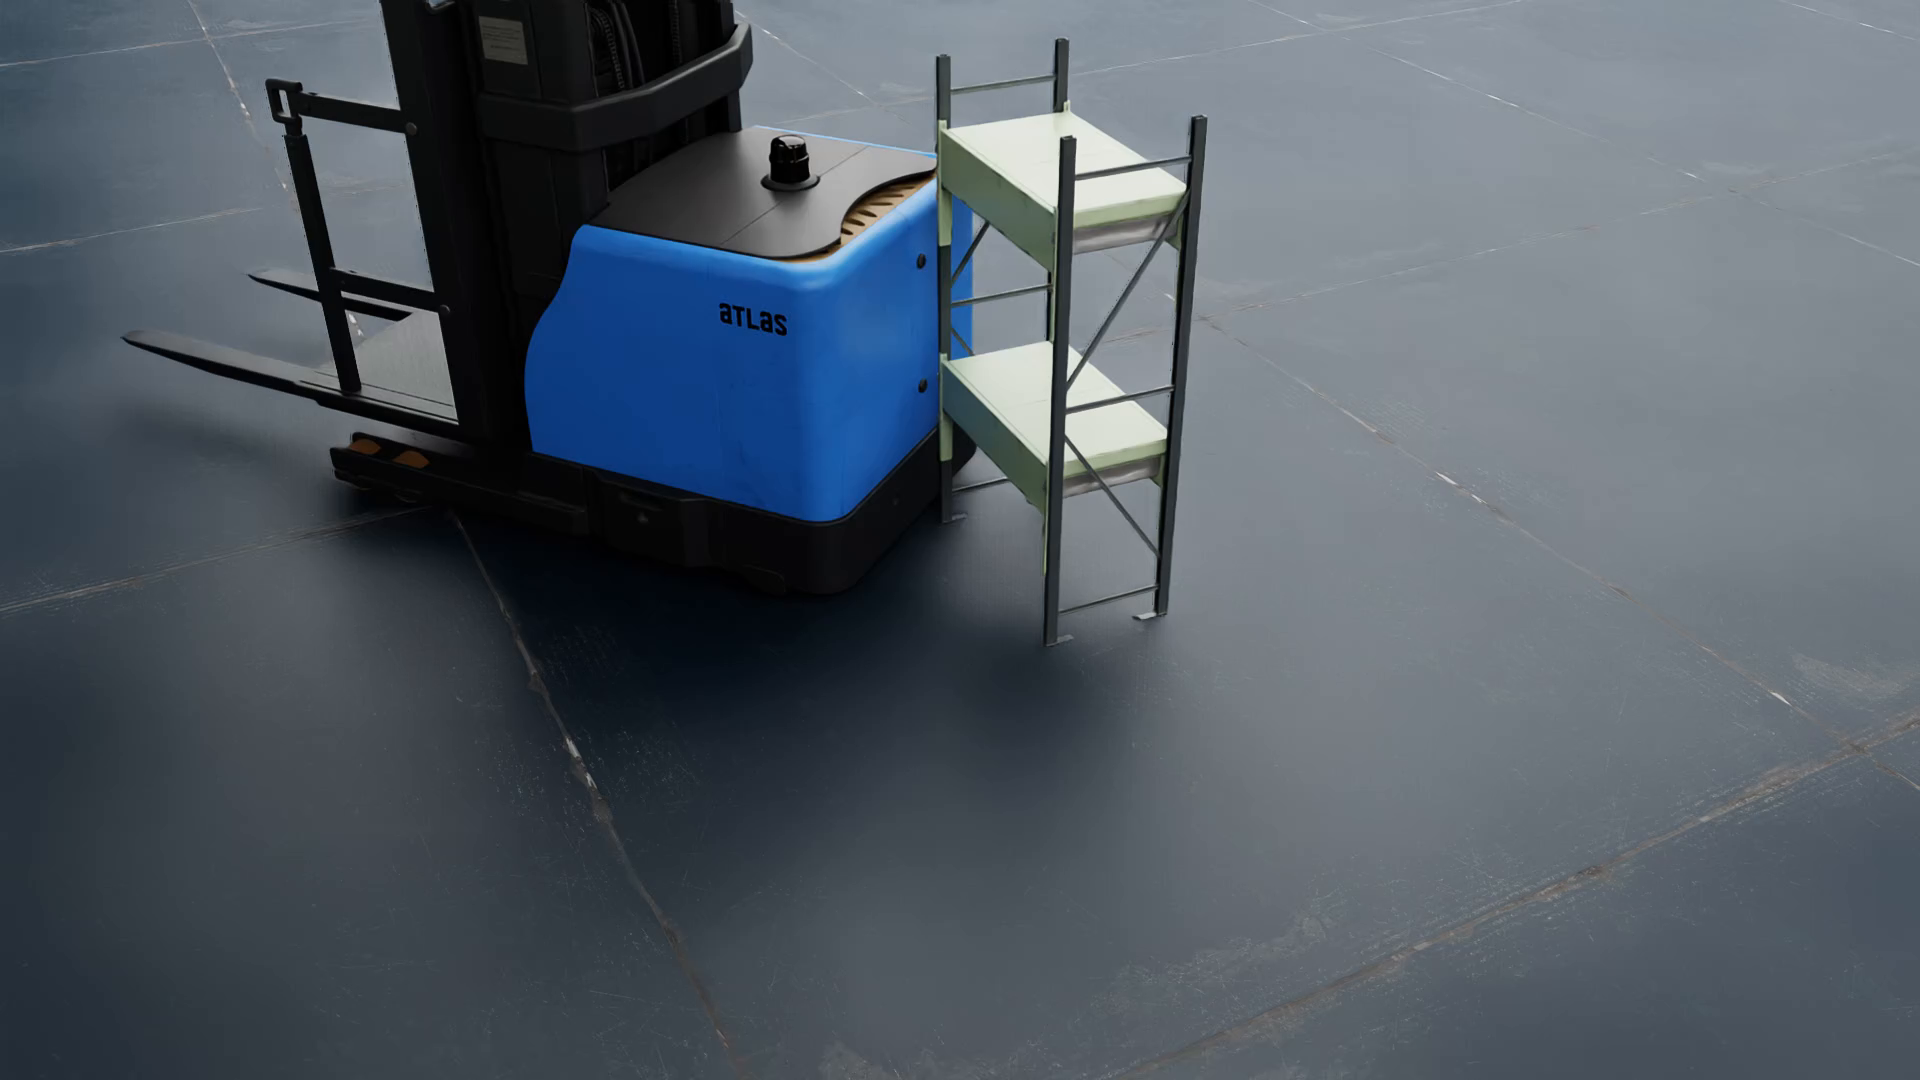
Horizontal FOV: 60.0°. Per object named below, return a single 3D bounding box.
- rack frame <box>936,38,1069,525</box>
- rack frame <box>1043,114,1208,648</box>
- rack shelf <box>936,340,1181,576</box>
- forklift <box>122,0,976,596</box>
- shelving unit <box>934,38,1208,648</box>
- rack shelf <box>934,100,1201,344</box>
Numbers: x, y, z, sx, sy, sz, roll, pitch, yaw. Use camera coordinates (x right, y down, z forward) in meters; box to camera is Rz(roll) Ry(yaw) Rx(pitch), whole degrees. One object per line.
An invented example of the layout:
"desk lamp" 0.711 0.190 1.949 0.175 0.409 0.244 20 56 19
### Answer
"rack frame" 0.120 -0.731 5.000 0.400 1.500 0.023 -14 35 -21
"rack frame" 0.425 -0.372 4.440 0.400 1.500 0.023 -14 35 -21
"rack shelf" 0.272 -0.277 4.896 0.431 0.370 0.720 -14 35 -21
"forklift" -1.504 -1.596 5.025 3.031 2.935 1.130 14 35 21
"shelving unit" 0.272 -0.551 4.720 0.431 1.500 0.755 -14 35 -21
"rack shelf" 0.272 -0.880 4.509 0.431 0.370 0.720 -14 35 -21
